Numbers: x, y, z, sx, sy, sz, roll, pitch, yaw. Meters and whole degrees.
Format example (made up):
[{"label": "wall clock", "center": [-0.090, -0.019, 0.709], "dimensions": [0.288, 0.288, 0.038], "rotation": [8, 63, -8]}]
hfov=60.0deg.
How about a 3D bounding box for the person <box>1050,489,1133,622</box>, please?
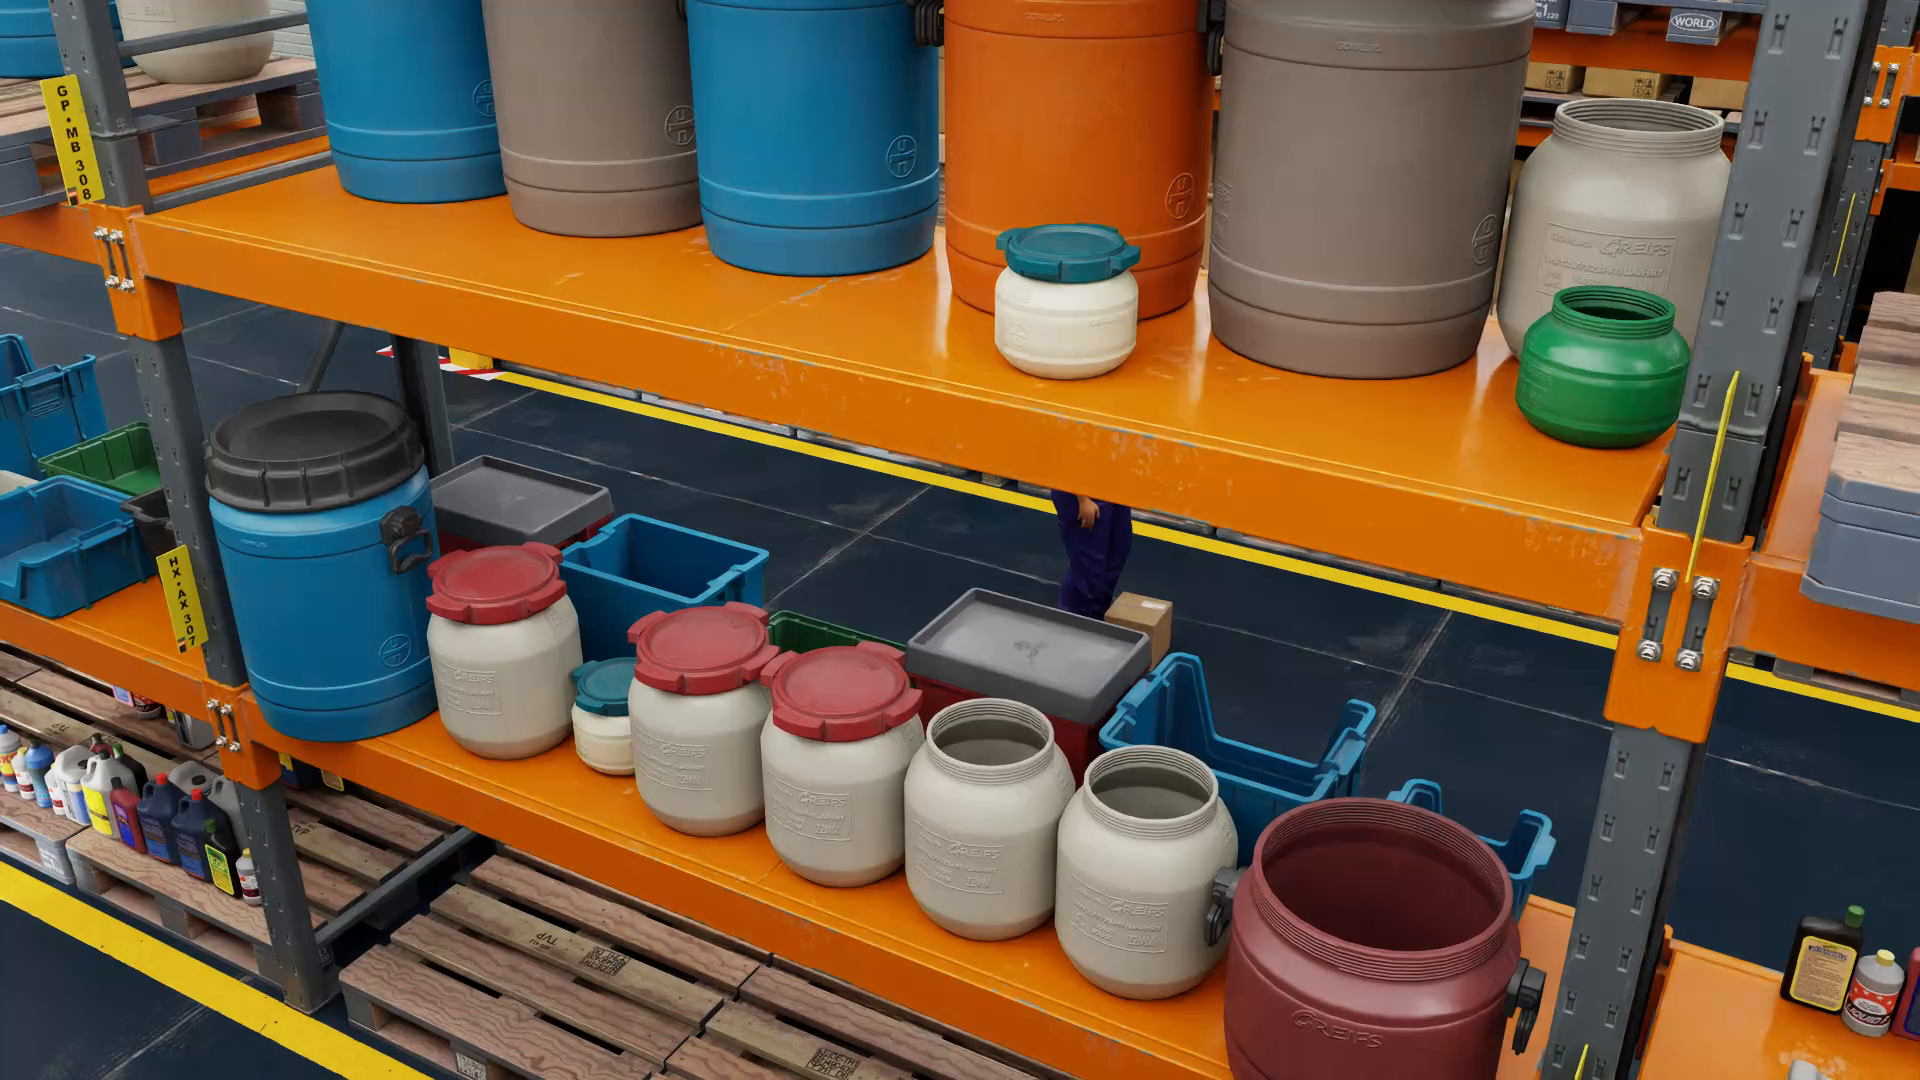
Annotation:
[{"label": "person", "center": [0.625, -0.240, 7.618], "dimensions": [0.369, 1.636, 0.561], "rotation": [12, 29, 23]}]
